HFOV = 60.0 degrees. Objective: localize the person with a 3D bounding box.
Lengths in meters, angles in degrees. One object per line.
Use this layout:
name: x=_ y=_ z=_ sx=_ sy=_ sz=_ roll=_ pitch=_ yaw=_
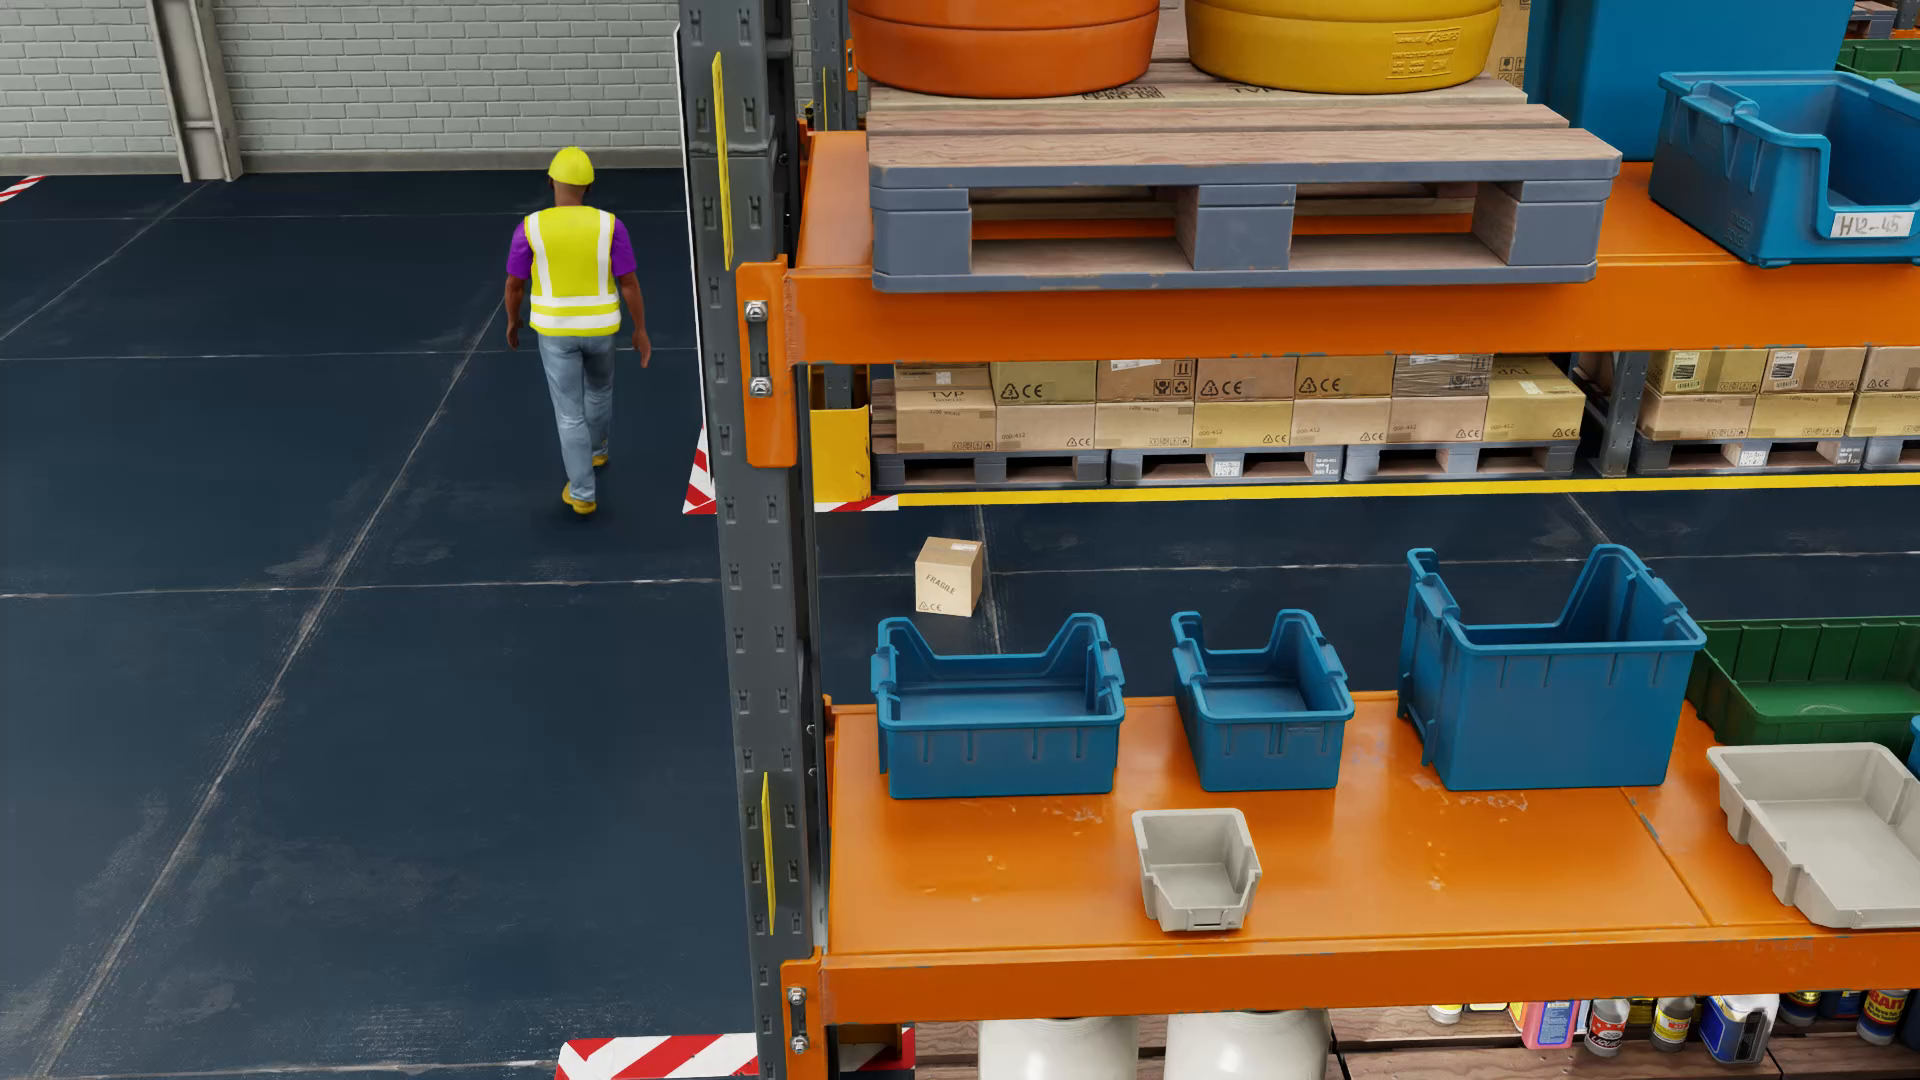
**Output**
person: x=-1.884 y=-1.056 z=8.140 sx=0.656 sy=1.767 sz=0.869 roll=-9 pitch=29 yaw=-17
